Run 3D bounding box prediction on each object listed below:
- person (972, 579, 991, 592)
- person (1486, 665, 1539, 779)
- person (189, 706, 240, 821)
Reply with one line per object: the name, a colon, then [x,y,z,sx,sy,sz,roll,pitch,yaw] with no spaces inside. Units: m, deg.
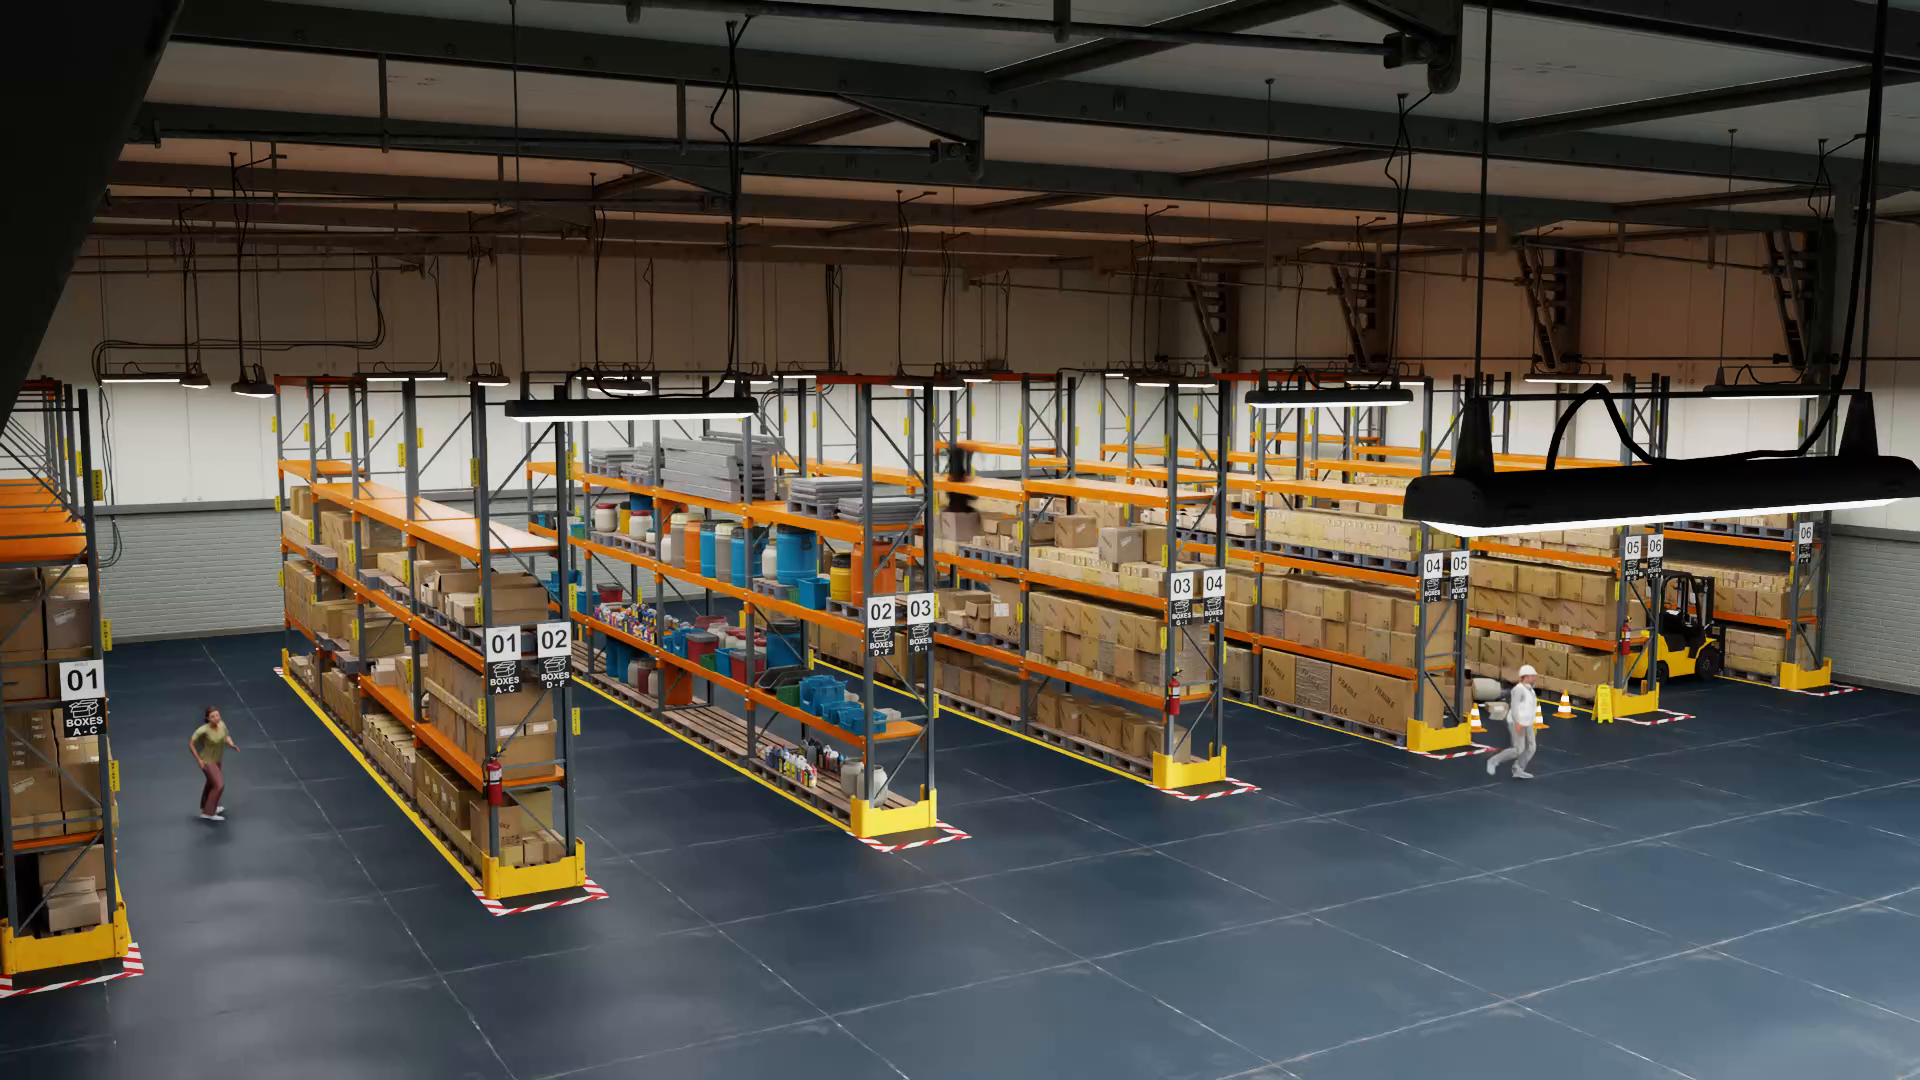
person: [0.484,0.757,43.188,0.873,1.673,0.622,-6,9,-43]
person: [8.352,2.740,25.016,0.538,1.707,0.807,6,9,43]
person: [-10.273,3.053,22.908,0.744,1.608,0.612,1,6,10]
